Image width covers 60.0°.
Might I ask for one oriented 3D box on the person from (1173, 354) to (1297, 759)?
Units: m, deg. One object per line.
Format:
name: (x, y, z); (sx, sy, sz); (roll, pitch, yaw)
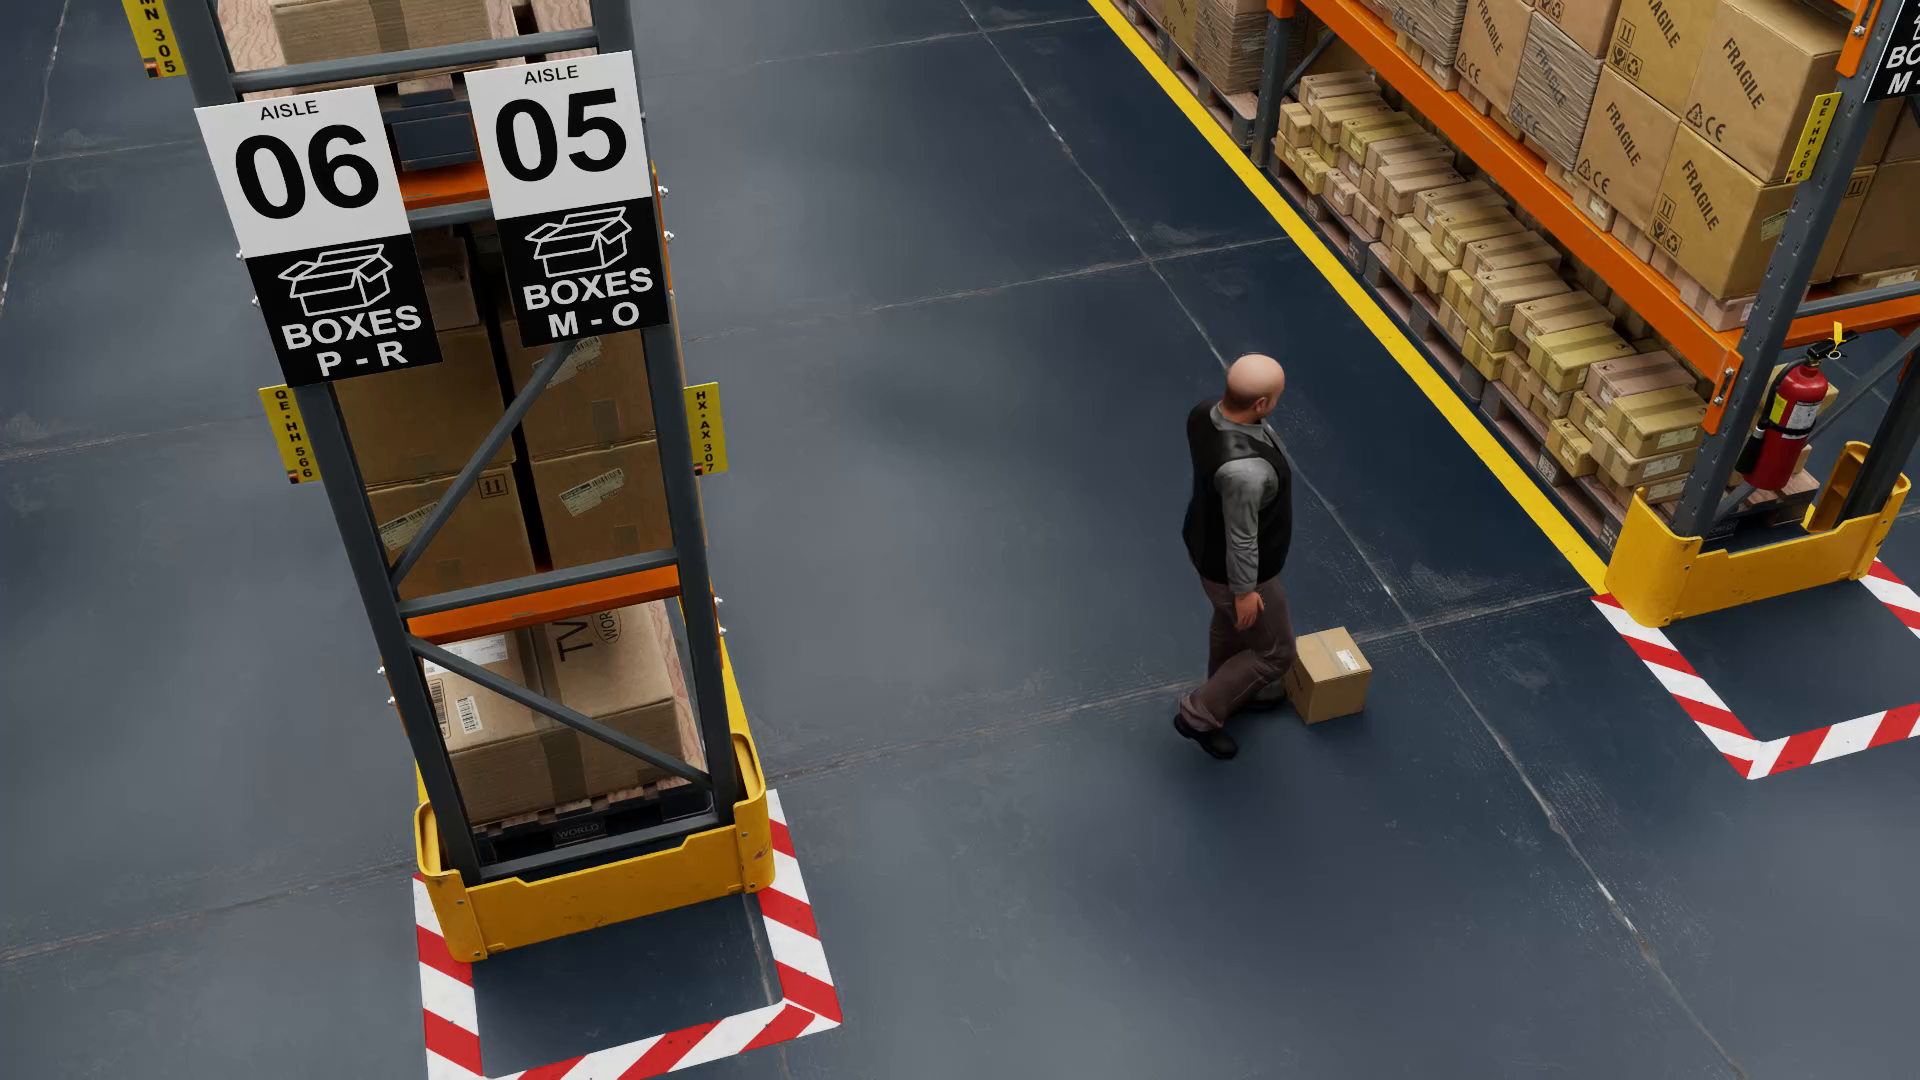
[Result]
person: (1.061, 0.053, 6.091); (0.532, 1.717, 0.561); (-6, 42, -6)
